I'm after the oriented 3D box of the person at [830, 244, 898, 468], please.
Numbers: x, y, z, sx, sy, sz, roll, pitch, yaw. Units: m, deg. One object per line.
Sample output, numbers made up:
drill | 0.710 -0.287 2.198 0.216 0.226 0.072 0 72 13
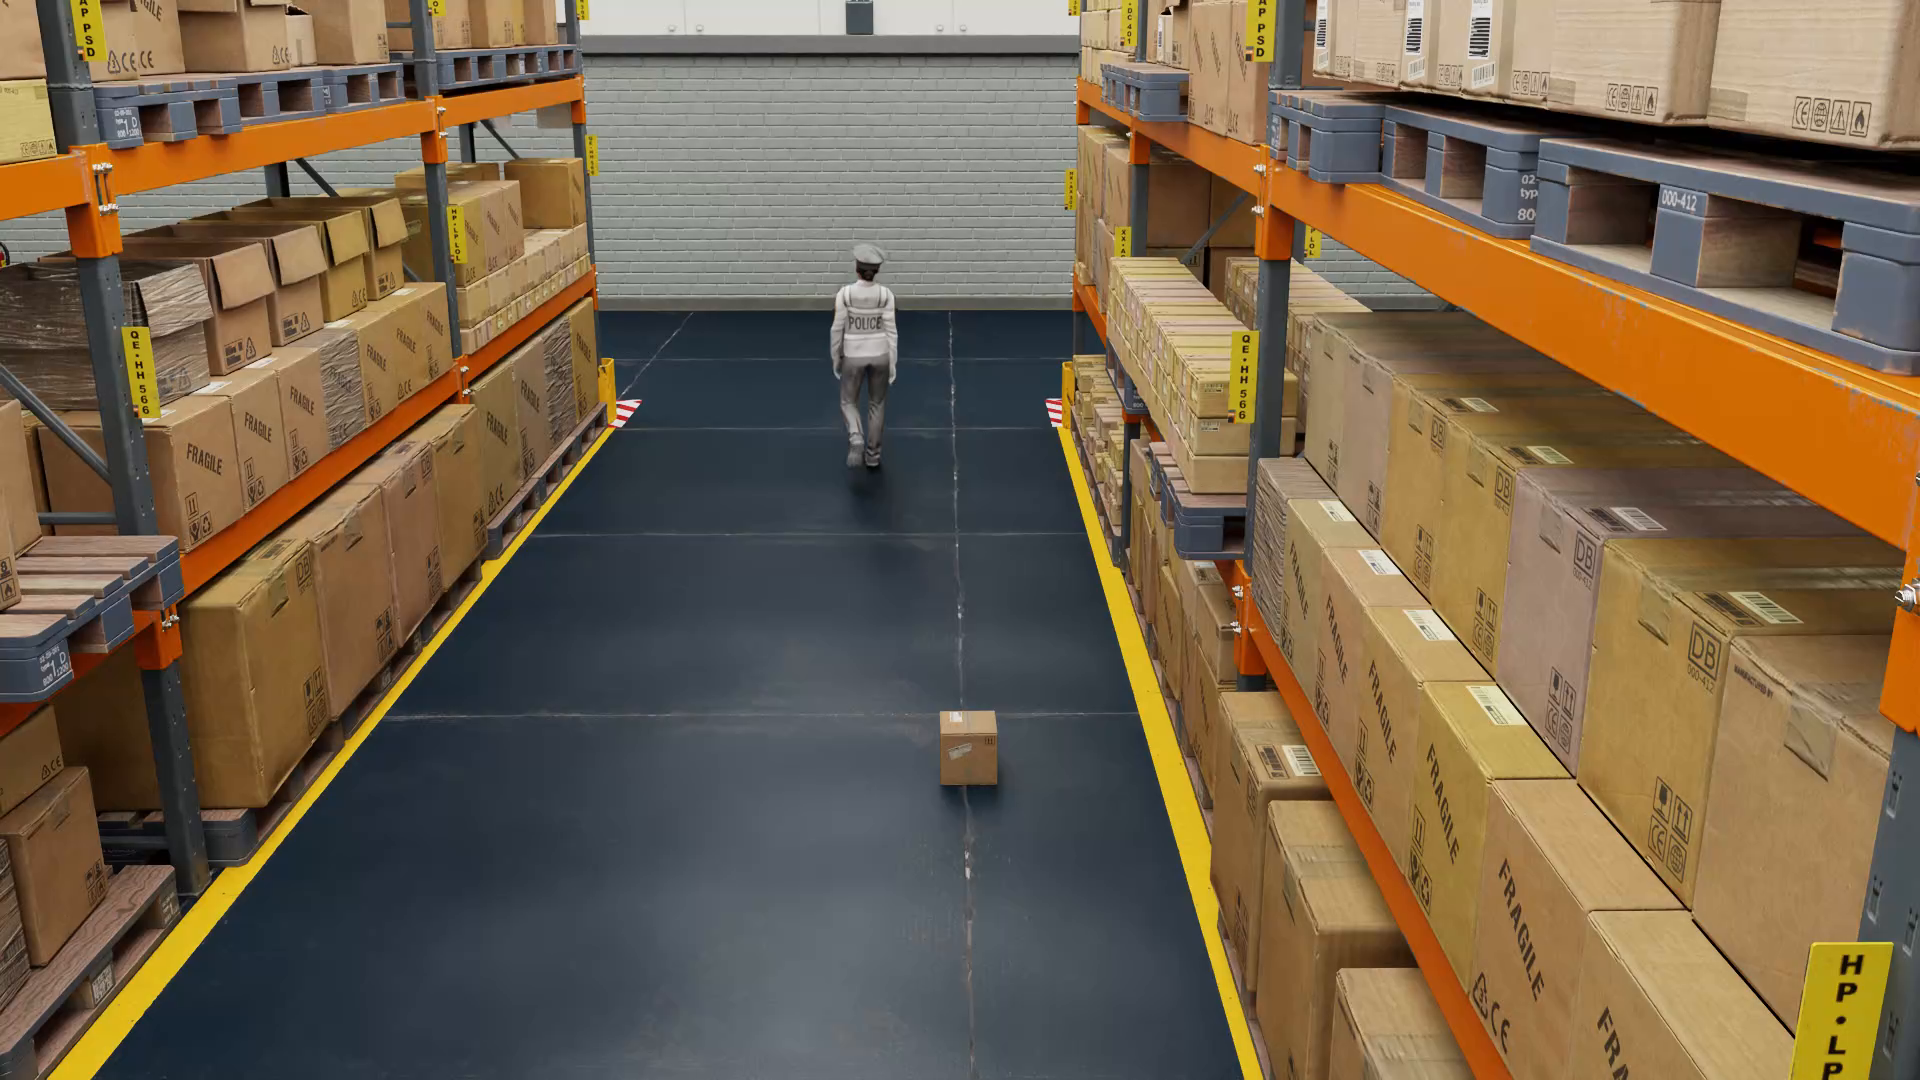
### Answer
person | -0.702 -1.325 12.198 0.492 1.670 0.661 -2 17 -7
